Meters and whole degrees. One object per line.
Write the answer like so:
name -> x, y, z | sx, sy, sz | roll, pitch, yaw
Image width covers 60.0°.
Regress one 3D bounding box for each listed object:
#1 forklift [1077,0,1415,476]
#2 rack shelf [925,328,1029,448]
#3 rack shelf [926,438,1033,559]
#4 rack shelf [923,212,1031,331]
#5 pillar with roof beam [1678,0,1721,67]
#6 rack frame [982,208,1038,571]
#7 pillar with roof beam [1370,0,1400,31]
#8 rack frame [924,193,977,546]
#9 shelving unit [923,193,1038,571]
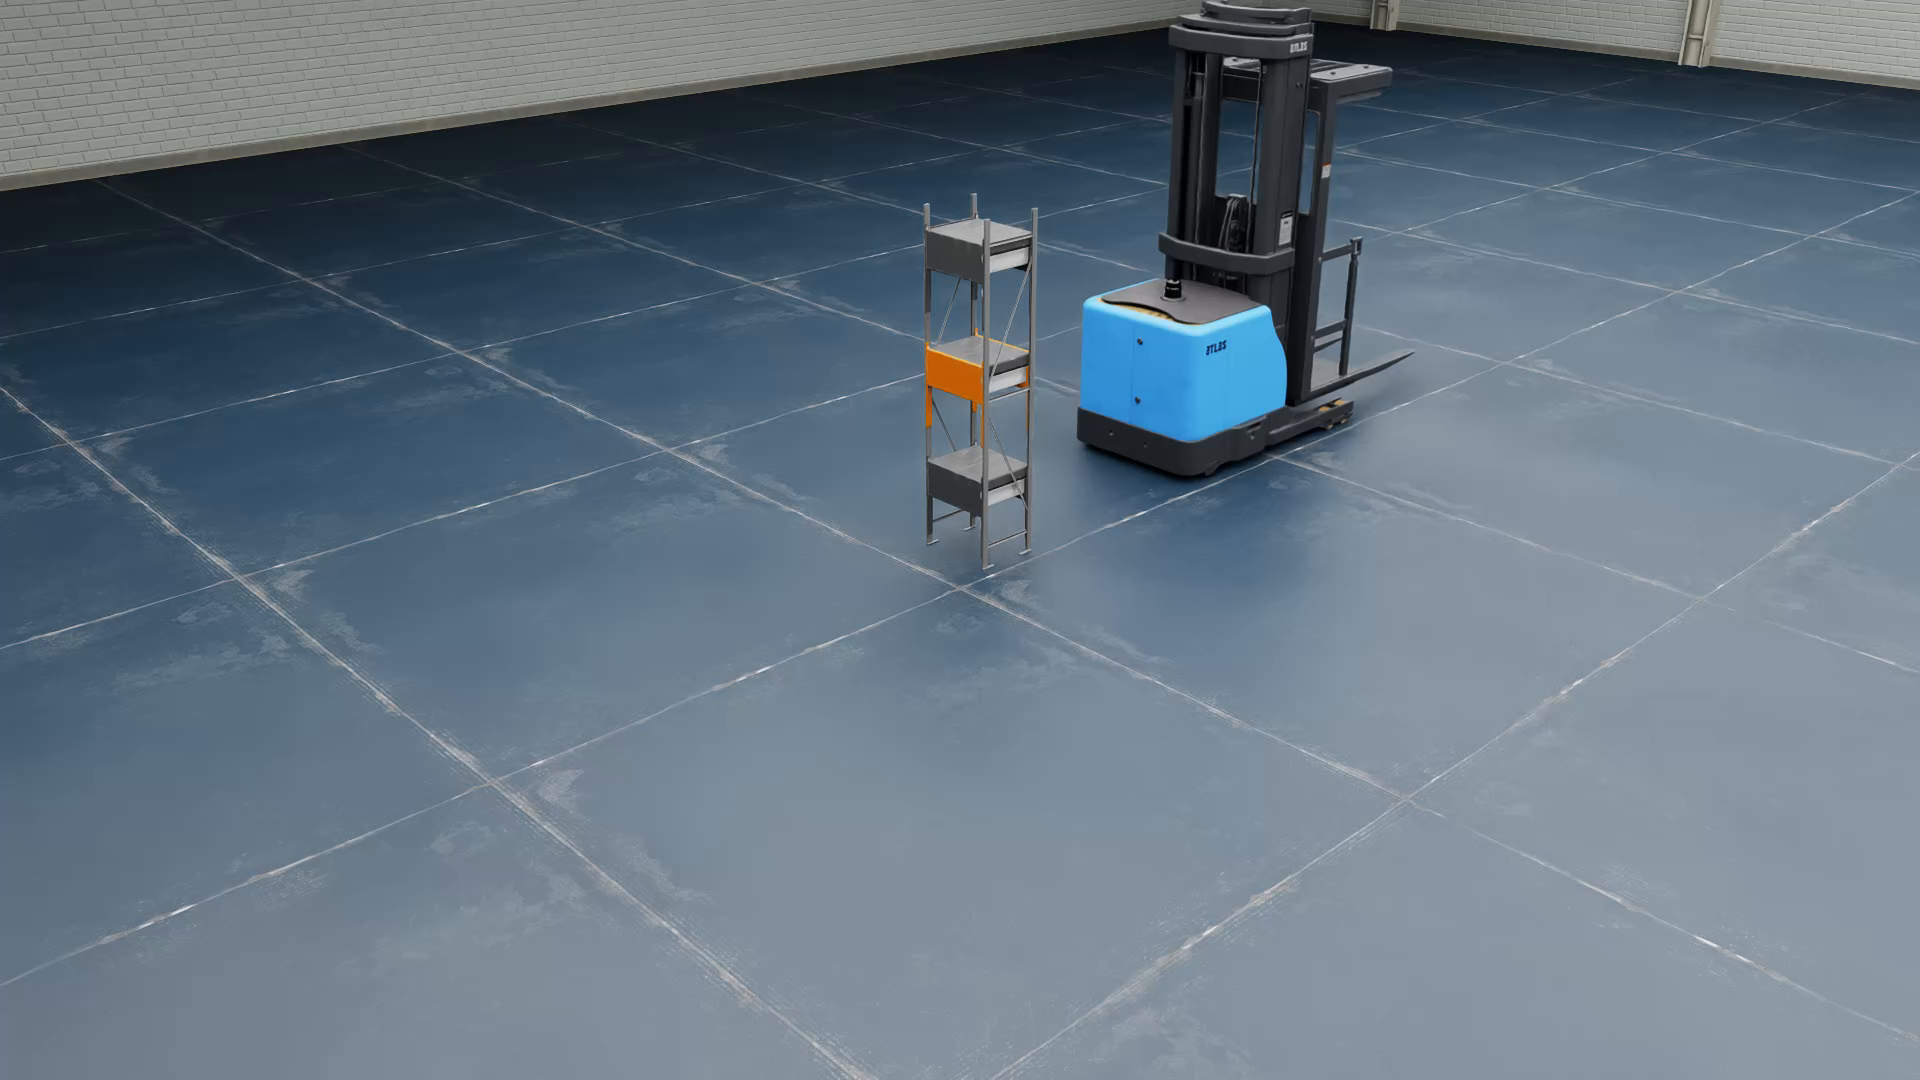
forklift -> 2.226, -2.267, 11.687 | 3.031, 2.935, 1.130 | -22, 32, -39
rack shelf -> 0.113, -0.893, 9.710 | 0.431, 0.518, 0.480 | -21, 32, -38
rack shelf -> 0.113, -0.256, 10.000 | 0.431, 0.518, 0.480 | -21, 32, -38
rack shelf -> 0.113, -1.530, 9.419 | 0.431, 0.518, 0.480 | -21, 32, -38
pillar with roof beam -> 8.948, -10.702, 22.866 | 9.100, 9.000, 0.400 | -21, 32, -38
rack frame -> 0.280, -0.831, 9.542 | 0.400, 2.100, 0.015 | -21, 32, -38
pillar with roof beam -> 4.847, -12.519, 26.851 | 9.100, 9.000, 0.400 | -21, 32, -38
rack frame -> -0.054, -0.979, 9.866 | 0.400, 2.100, 0.015 | -21, 32, -38
shelving unit -> 0.113, -0.905, 9.704 | 0.431, 2.100, 0.503 | -21, 32, -38
